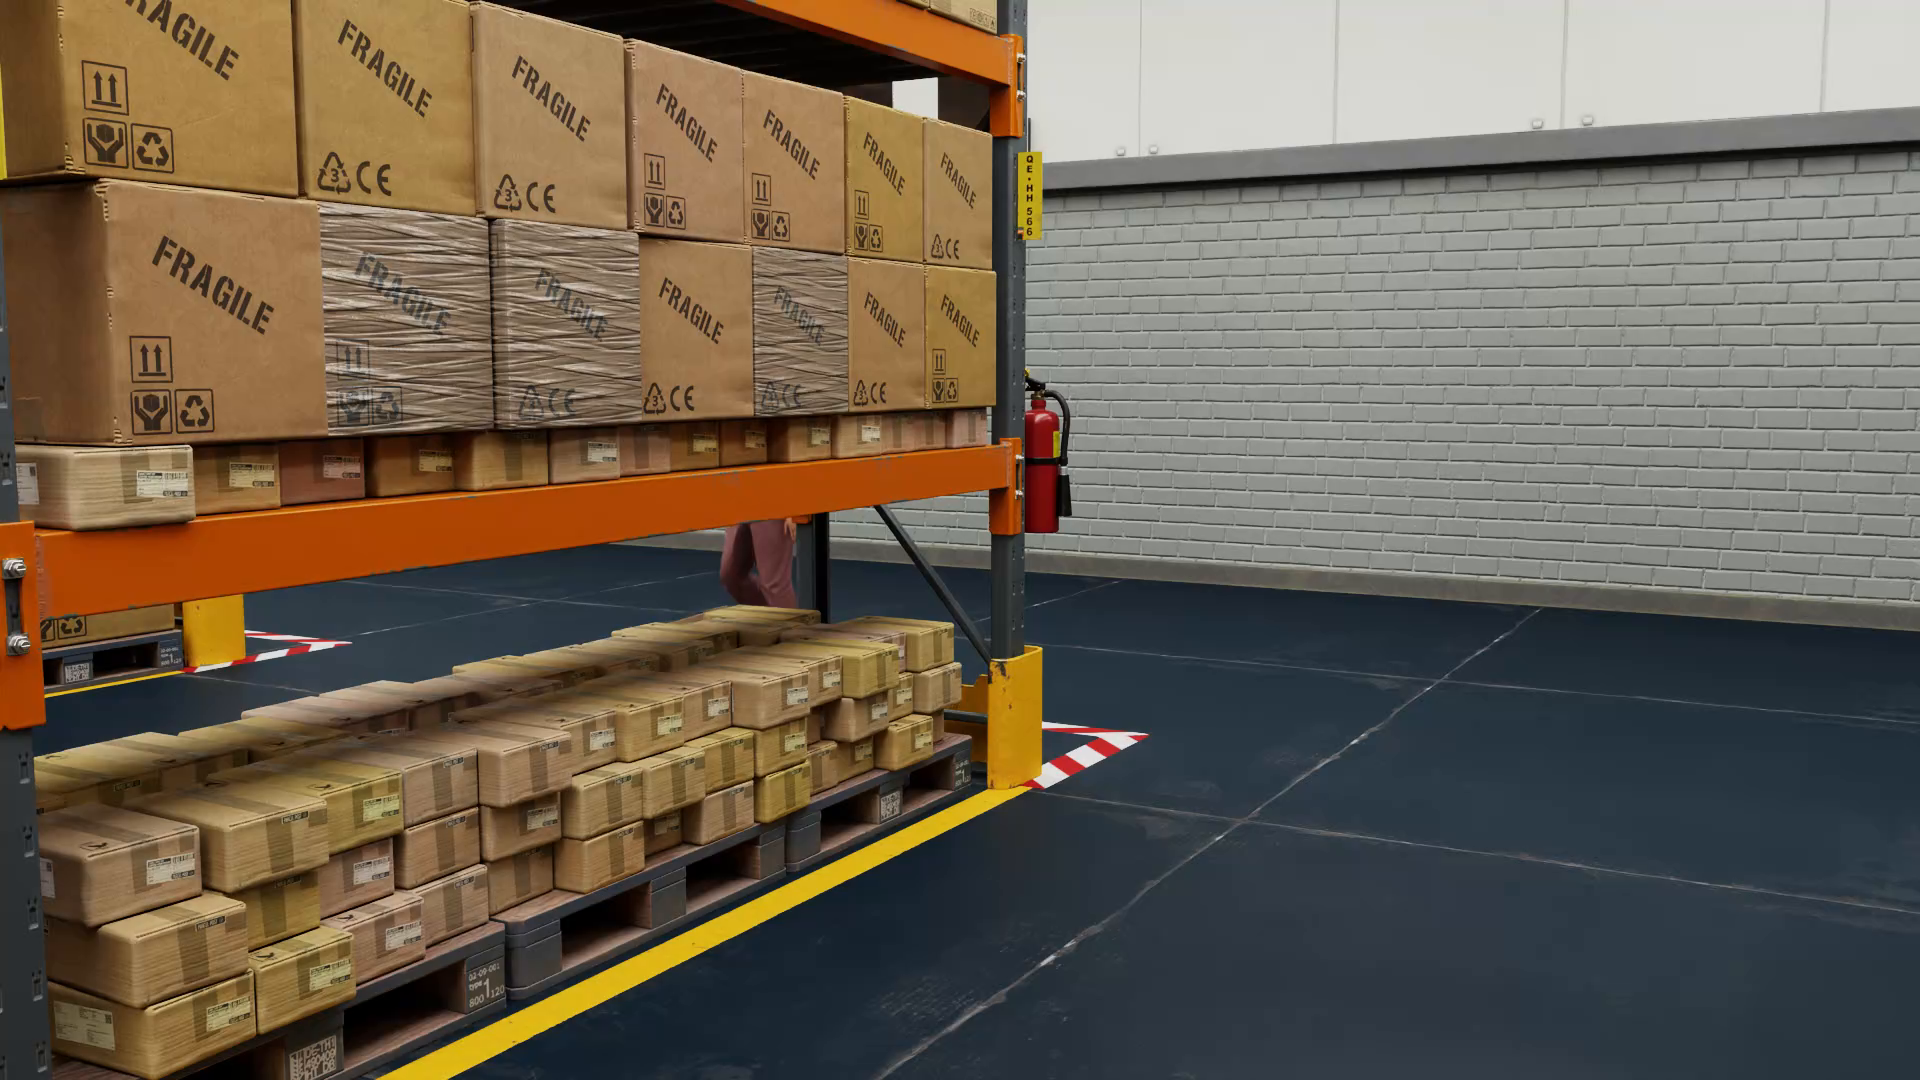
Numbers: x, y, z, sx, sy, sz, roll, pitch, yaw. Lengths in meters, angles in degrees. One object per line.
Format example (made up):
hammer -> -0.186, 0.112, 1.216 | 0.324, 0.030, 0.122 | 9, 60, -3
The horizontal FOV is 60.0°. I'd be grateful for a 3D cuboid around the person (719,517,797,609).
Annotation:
person -> -0.974, -0.137, 8.462 | 0.434, 1.667, 0.626 | -4, 7, -33
